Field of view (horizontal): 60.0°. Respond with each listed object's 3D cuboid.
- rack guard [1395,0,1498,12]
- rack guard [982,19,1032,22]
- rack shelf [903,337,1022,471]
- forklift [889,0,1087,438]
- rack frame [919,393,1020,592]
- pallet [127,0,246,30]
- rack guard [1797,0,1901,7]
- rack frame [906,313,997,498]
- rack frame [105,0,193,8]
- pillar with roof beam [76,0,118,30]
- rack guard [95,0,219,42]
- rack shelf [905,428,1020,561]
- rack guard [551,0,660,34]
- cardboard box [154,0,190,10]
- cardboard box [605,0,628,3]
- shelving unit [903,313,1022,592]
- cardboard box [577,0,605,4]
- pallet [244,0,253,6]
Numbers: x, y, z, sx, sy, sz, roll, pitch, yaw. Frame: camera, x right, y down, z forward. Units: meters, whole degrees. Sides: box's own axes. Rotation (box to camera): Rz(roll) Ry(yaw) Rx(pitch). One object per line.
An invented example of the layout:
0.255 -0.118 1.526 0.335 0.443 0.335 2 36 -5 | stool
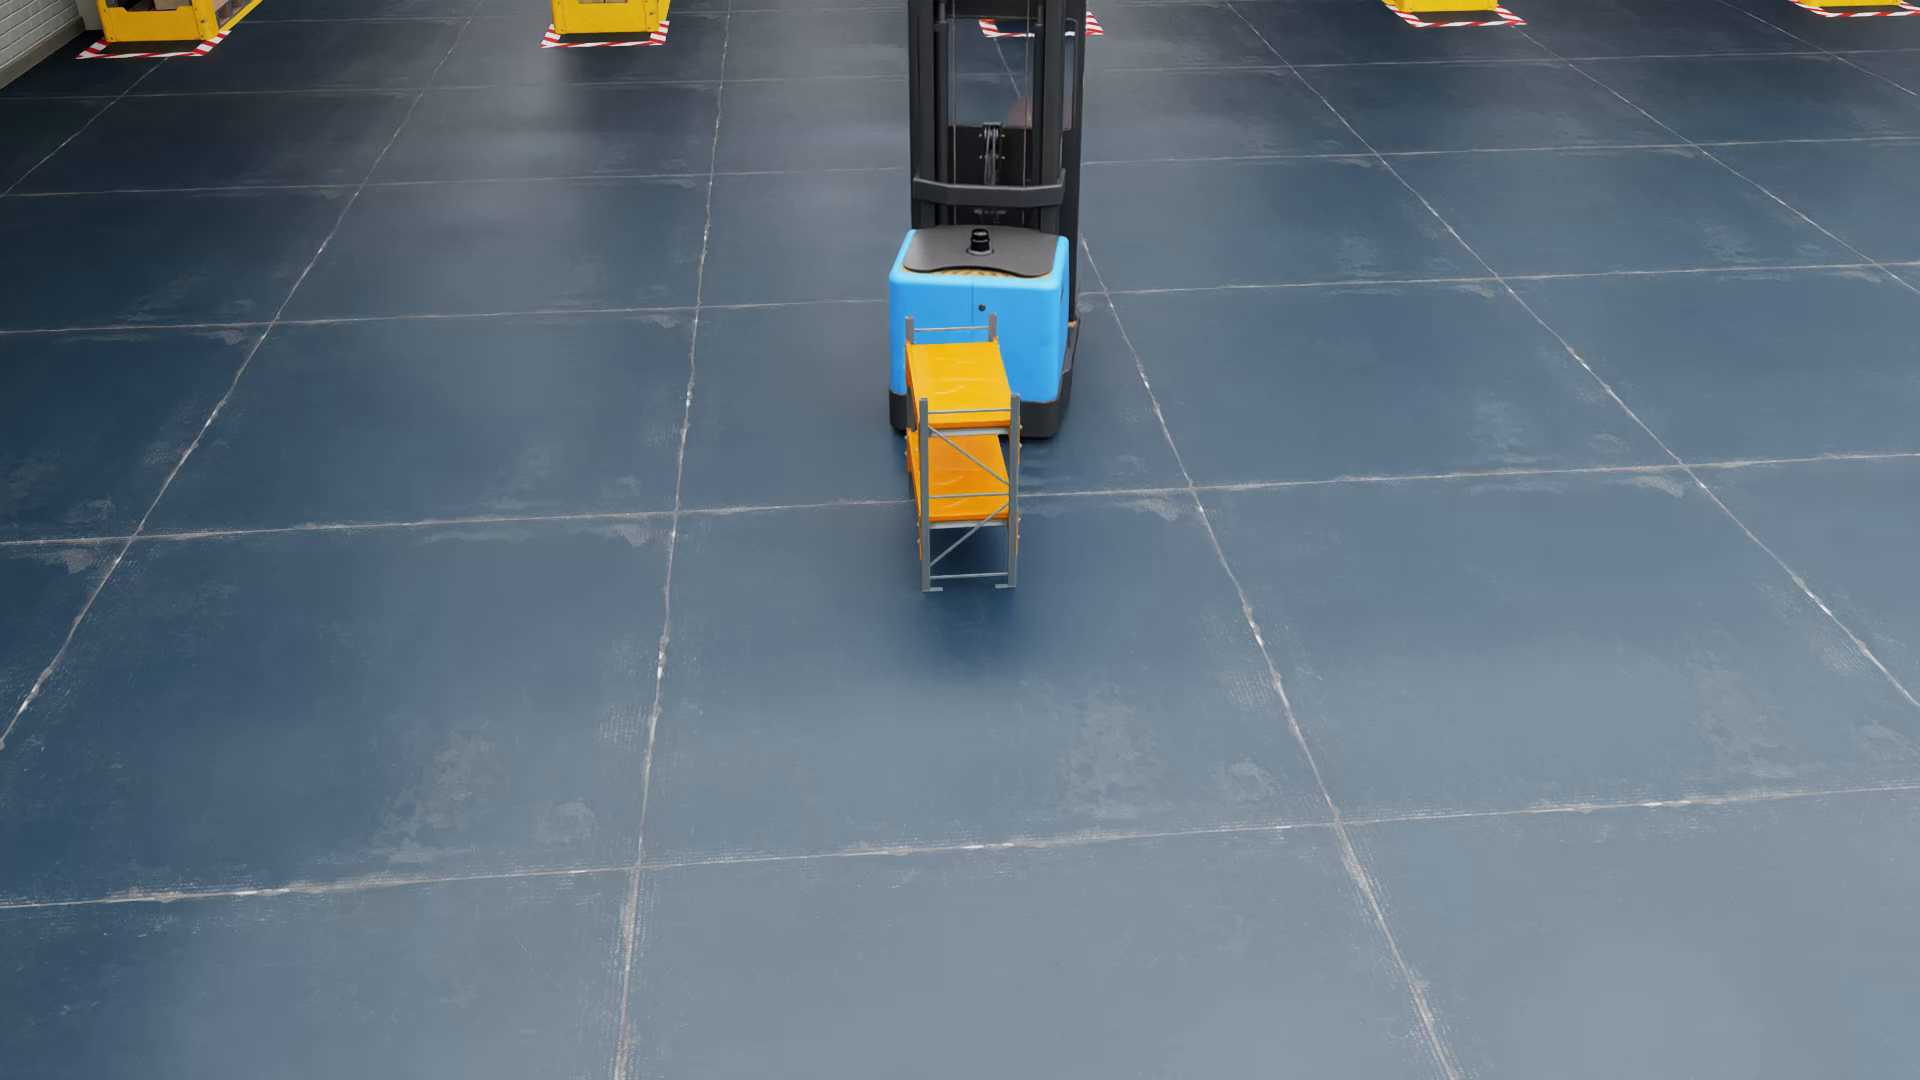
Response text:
5.815 -6.593 19.801 1.175 0.500 0.348 -3 31 -5 | rack guard
0.837 -6.354 19.400 1.175 0.500 0.348 -3 31 -5 | rack guard
-0.001 -0.738 8.817 0.538 0.278 1.000 -3 31 -5 | rack shelf
0.256 -2.618 10.775 1.130 2.935 3.031 4 31 6 | forklift
0.047 -0.227 8.533 0.500 1.125 0.032 -3 31 -5 | rack frame
-9.021 -6.174 19.381 1.003 0.211 1.213 -3 31 -5 | pallet
10.772 -6.728 20.027 1.175 0.500 0.348 -3 31 -5 | rack guard
-0.048 -0.746 9.402 0.500 1.125 0.032 -3 31 -5 | rack frame
-8.973 -6.916 17.903 1.000 3.000 0.127 -3 31 -5 | rack frame
-5.614 -10.014 17.239 9.100 9.000 0.400 -3 31 -5 | pillar with roof beam
-8.980 -5.882 18.609 1.175 0.500 0.348 -3 31 -5 | rack guard
-0.001 -0.276 9.093 0.538 0.278 1.000 -3 31 -5 | rack shelf
-4.039 -6.070 18.924 1.175 0.500 0.348 -3 31 -5 | rack guard
-8.948 -6.308 19.079 0.500 0.311 0.500 -6 31 -10 | cardboard box
-3.870 -6.439 19.377 0.500 0.250 0.500 -3 31 -5 | cardboard box
-0.001 -0.486 8.967 0.538 1.125 1.048 -3 31 -5 | shelving unit
-4.386 -6.415 19.336 0.500 0.250 0.500 -3 31 -5 | cardboard box
-9.132 -6.795 20.421 1.003 0.211 1.213 -3 31 -5 | pallet
